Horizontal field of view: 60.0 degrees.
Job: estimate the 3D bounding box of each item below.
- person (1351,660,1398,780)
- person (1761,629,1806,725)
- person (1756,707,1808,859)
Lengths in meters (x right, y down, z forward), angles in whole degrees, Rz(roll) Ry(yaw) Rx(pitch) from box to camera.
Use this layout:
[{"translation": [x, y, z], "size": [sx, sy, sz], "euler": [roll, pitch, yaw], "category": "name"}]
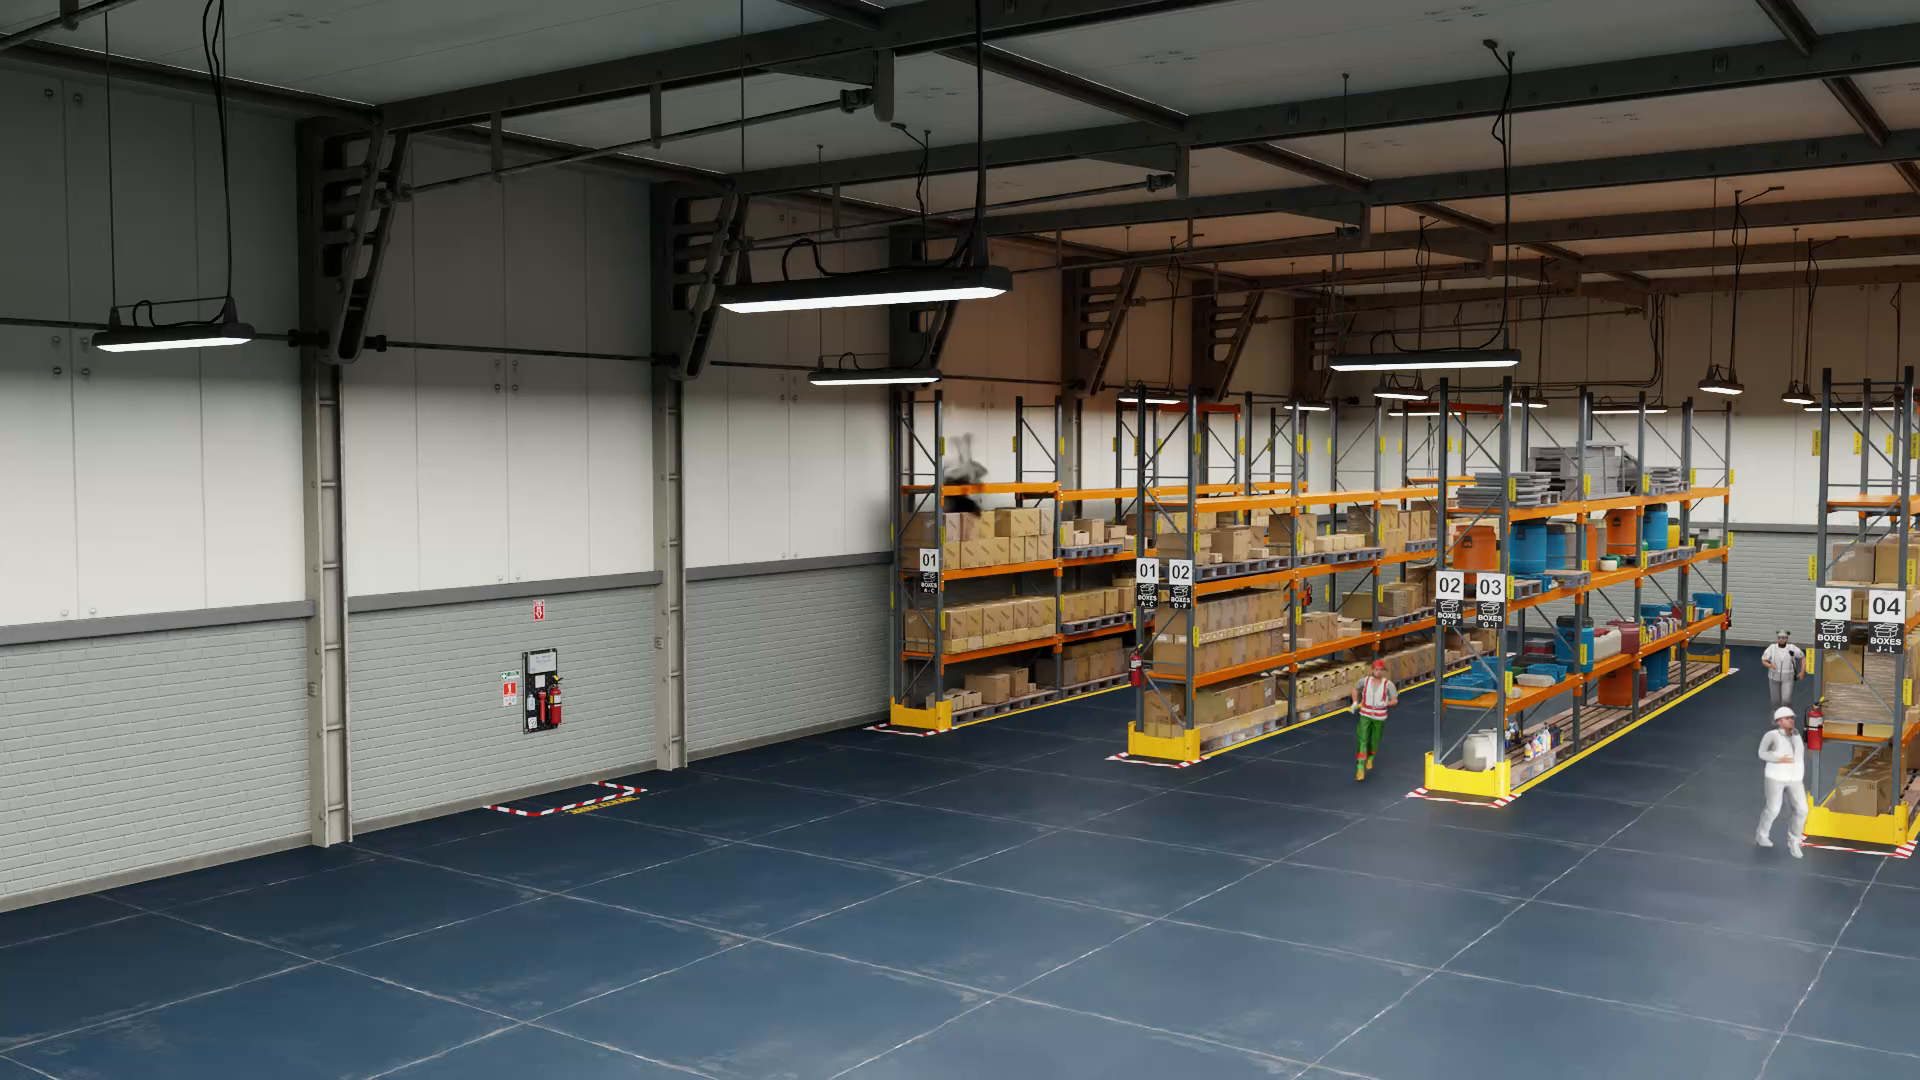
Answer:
[{"translation": [6.251, 2.684, 25.105], "size": [0.687, 1.768, 0.992], "euler": [1, 3, 17], "category": "person"}, {"translation": [14.463, 2.492, 29.245], "size": [0.683, 1.871, 0.783], "euler": [2, 4, 32], "category": "person"}, {"translation": [10.135, 2.966, 20.461], "size": [0.660, 1.824, 0.660], "euler": [0, 3, -4], "category": "person"}]
